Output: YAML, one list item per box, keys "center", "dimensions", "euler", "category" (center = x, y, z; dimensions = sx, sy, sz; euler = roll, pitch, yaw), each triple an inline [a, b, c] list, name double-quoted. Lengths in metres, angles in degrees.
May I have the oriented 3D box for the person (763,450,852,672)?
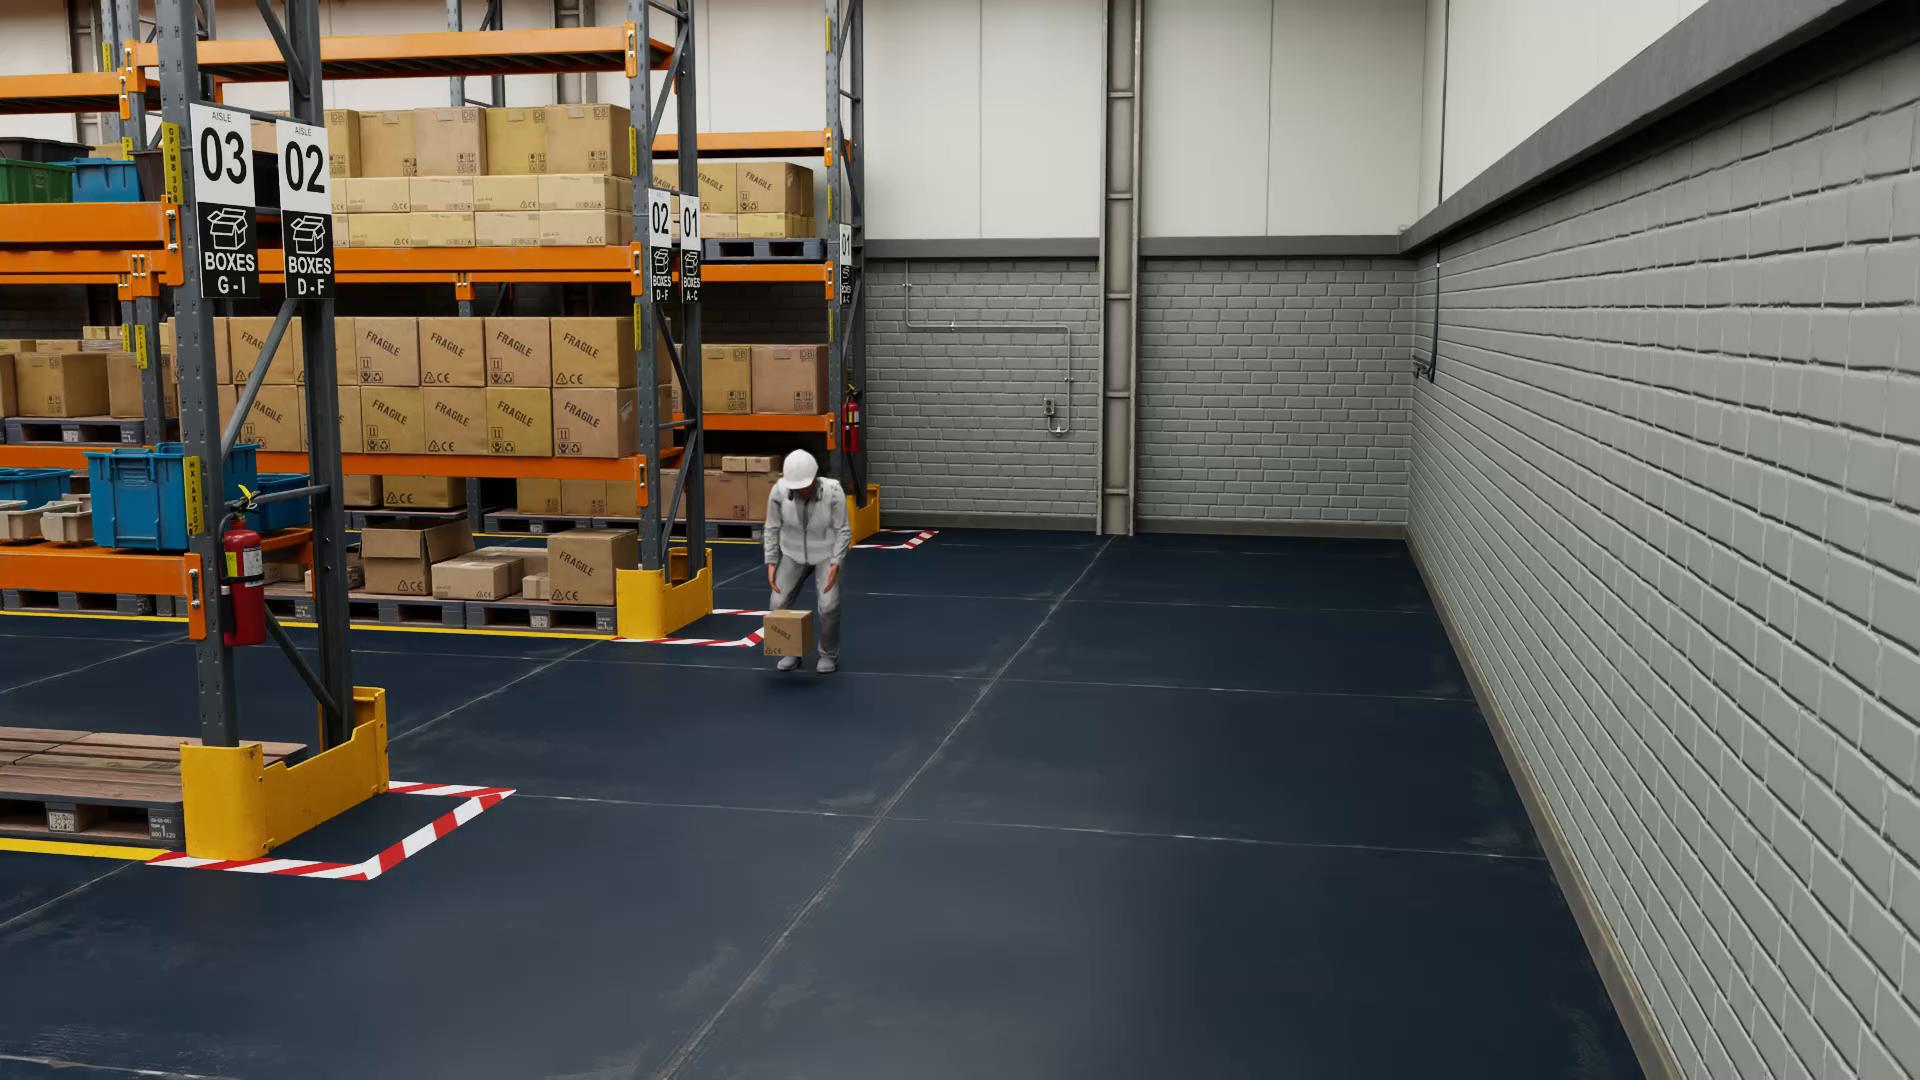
- center: [-0.998, 0.127, 10.896]
  dimensions: [0.544, 1.479, 0.733]
  euler: [2, 8, 11]
  category: "person"
